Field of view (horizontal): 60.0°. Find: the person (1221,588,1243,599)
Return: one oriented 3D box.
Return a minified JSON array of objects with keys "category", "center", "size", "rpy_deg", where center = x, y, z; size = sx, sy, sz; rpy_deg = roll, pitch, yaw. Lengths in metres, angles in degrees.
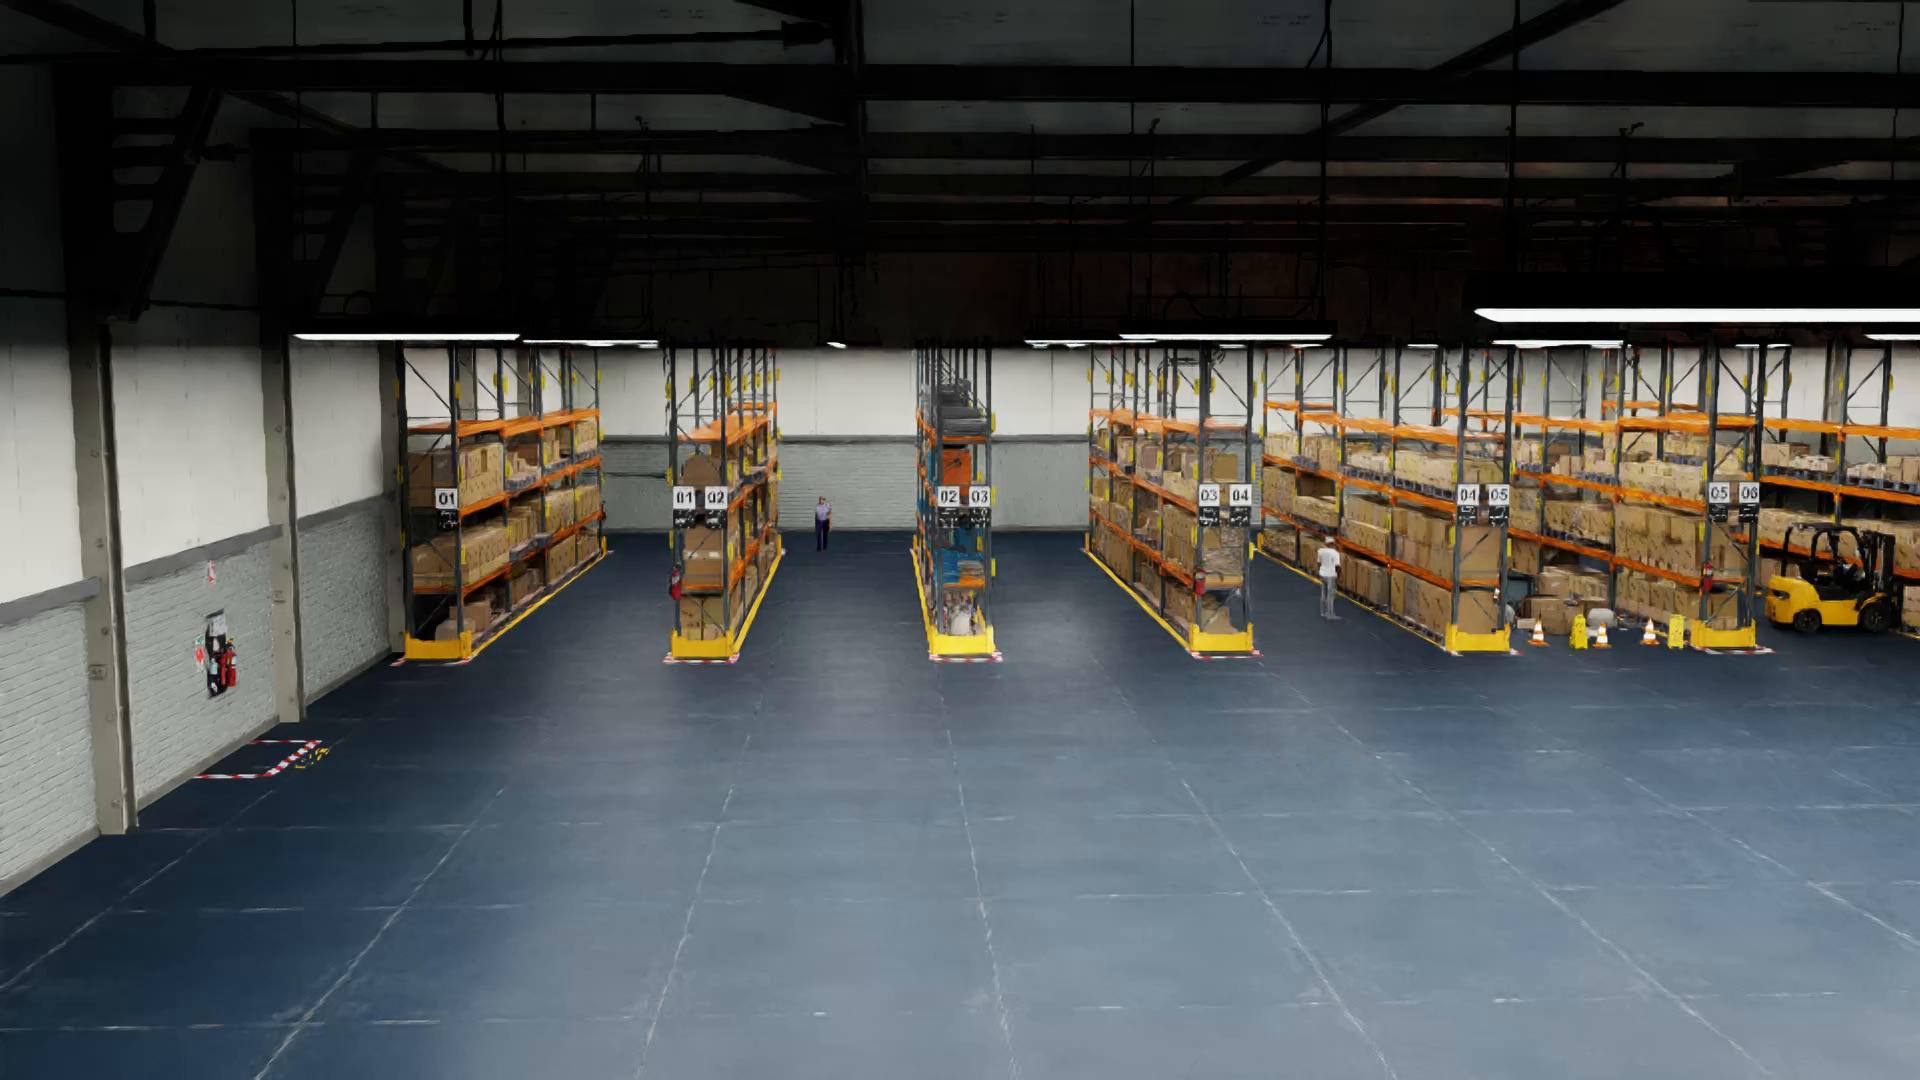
[{"category":"person","center":[6.259,0.518,38.512],"size":[0.542,1.645,1.126],"rpy_deg":[0,6,-1]}]

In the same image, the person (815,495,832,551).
[{"category":"person","center":[-3.931,-0.493,47.758],"size":[0.493,1.589,0.991],"rpy_deg":[0,7,-4]}]

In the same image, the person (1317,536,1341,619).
[{"category":"person","center":[7.952,0.779,35.675],"size":[0.447,1.771,0.632],"rpy_deg":[-4,8,-34]}]
